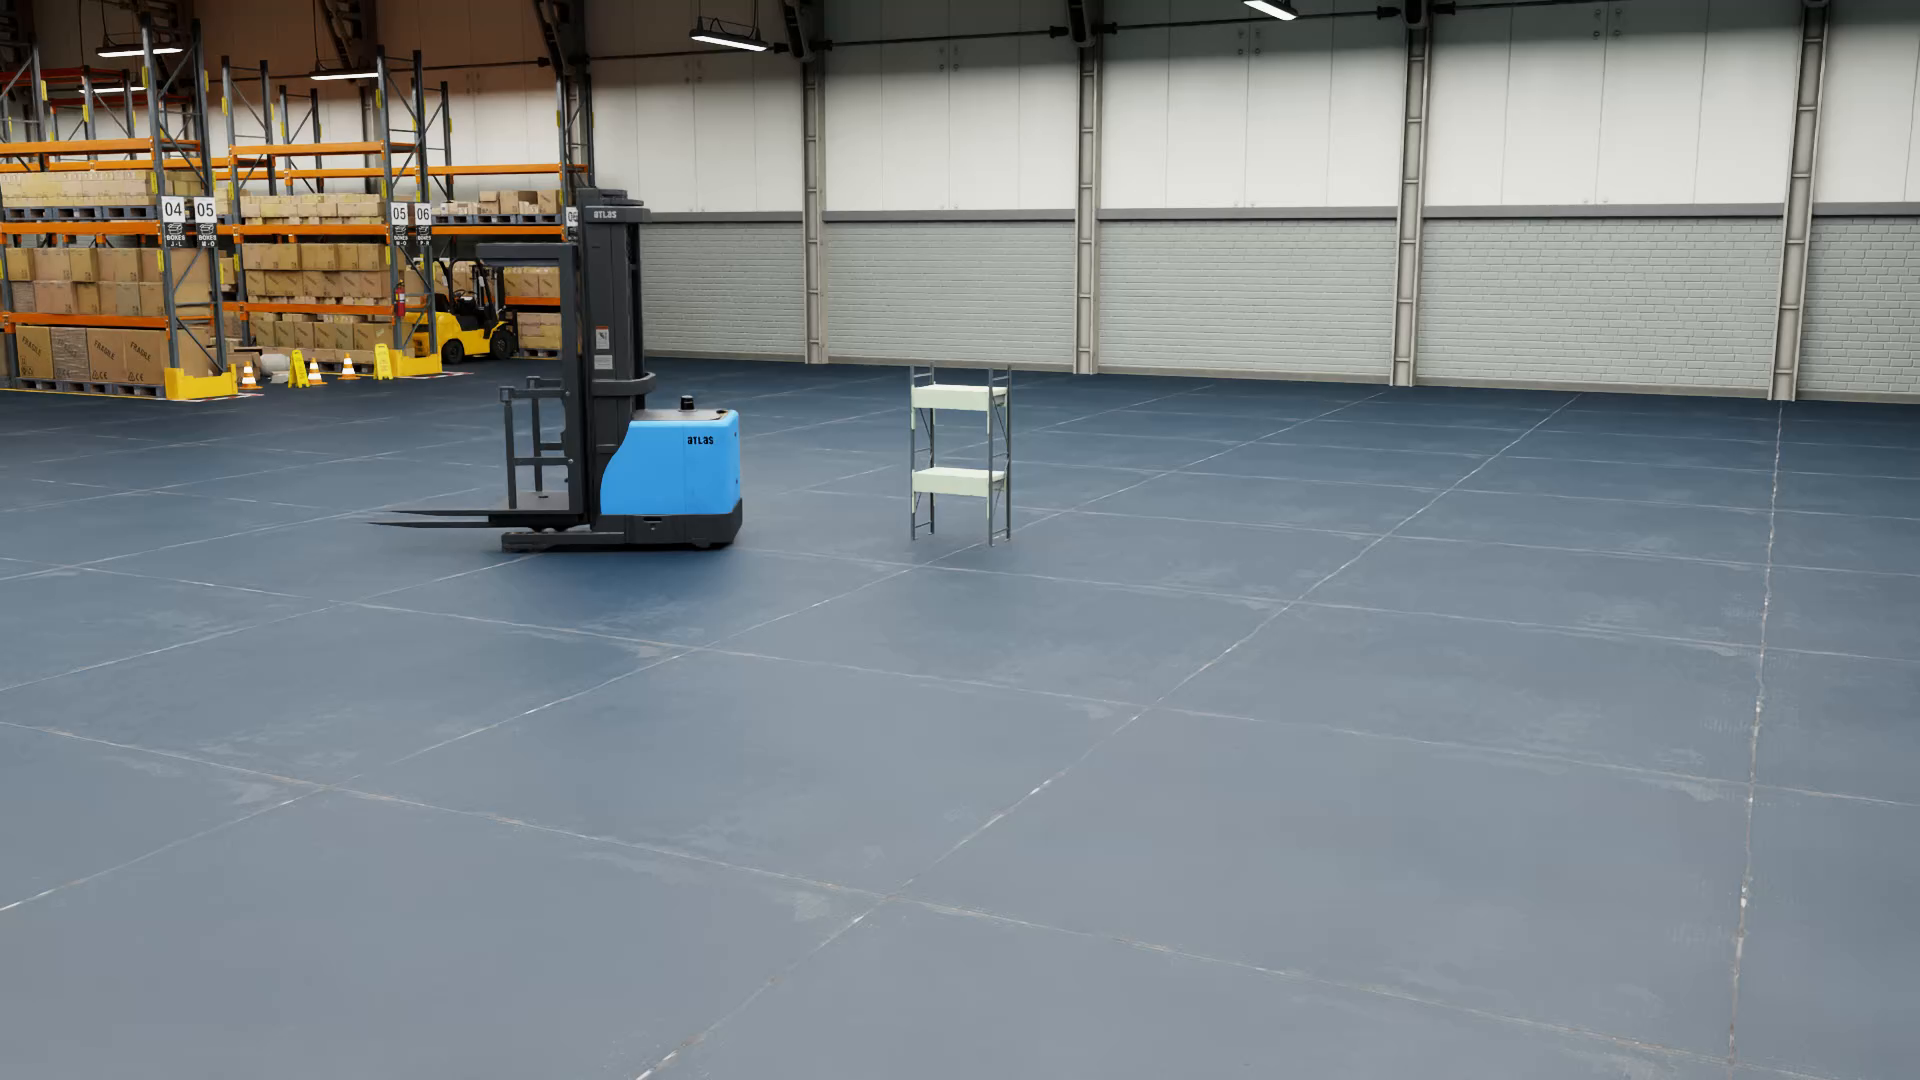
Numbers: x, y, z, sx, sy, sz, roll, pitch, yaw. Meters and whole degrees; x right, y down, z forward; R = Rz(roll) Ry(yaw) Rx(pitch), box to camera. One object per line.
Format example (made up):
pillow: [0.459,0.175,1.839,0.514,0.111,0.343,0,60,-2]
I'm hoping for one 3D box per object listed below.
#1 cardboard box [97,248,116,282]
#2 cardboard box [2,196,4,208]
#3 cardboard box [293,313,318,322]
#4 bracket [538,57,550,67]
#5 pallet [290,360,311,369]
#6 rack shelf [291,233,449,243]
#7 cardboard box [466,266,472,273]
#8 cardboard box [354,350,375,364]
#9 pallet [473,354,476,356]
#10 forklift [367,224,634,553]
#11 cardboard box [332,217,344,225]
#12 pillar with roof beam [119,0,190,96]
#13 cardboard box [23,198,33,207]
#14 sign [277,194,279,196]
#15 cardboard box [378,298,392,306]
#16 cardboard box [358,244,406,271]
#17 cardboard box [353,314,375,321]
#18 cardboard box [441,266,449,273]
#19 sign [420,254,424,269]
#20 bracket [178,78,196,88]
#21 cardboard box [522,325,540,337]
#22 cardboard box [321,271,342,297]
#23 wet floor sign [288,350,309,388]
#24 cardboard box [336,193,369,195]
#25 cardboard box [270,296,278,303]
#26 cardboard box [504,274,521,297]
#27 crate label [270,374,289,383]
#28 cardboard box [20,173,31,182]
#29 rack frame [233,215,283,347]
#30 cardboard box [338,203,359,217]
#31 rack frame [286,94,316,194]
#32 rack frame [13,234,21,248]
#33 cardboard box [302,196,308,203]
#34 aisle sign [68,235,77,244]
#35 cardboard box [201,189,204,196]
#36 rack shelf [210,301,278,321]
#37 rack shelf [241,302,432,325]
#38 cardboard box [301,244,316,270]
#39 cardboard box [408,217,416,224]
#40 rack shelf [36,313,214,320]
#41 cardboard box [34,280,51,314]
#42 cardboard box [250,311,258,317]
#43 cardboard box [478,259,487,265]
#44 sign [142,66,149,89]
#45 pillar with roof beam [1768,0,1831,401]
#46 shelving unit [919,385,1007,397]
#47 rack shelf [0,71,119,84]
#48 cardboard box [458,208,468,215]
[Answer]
cardboard box: [-13.708,-4.563,27.565,0.550,0.550,0.875,5,11,26]
cardboard box: [-16.708,-5.831,28.565,0.500,0.250,0.500,5,11,26]
cardboard box: [-12.704,-4.313,32.254,0.250,0.149,0.380,6,12,29]
bracket: [-8.878,-10.317,35.862,0.430,0.232,0.235,5,11,26]
pallet: [-13.286,-3.522,33.098,1.213,0.211,1.003,5,11,26]
rack shelf: [-13.504,-7.014,38.160,4.000,0.370,1.077,5,11,26]
cardboard box: [-10.639,-5.947,36.566,0.250,0.149,0.380,5,11,25]
cardboard box: [-11.182,-3.502,31.701,0.500,0.250,0.500,5,11,26]
pallet: [-11.016,-4.293,37.357,1.213,0.211,1.003,5,11,26]
forklift: [-3.844,-1.334,13.927,2.170,2.733,1.118,0,10,-2]
cardboard box: [-11.663,-6.045,31.494,0.250,0.149,0.380,5,11,25]
pillar with roof beam: [-21.100,-11.756,37.037,0.548,2.987,8.718,5,11,26]
cardboard box: [-15.371,-5.628,27.728,0.250,0.149,0.380,5,11,26]
sign: [-13.670,-6.759,33.279,0.005,0.325,0.100,5,11,26]
cardboard box: [-10.747,-4.498,31.365,0.250,0.149,0.380,5,12,28]
cardboard box: [-10.871,-5.319,31.274,0.500,0.500,0.700,5,11,24]
cardboard box: [-13.551,-4.933,38.554,0.625,0.625,0.875,5,11,23]
cardboard box: [-11.308,-6.016,36.943,0.250,0.149,0.380,5,12,27]
sign: [-11.942,-6.178,36.913,0.005,0.325,0.100,5,11,26]
bracket: [-18.896,-11.198,40.725,0.430,0.232,0.235,5,11,26]
cardboard box: [-9.143,-4.549,36.078,0.500,0.250,0.500,5,11,25]
cardboard box: [-11.819,-4.901,31.770,0.500,0.500,0.500,5,11,26]
wet floor sign: [-11.514,-2.983,28.901,0.232,0.644,0.267,3,11,16]
cardboard box: [-13.843,-7.655,37.938,0.500,0.500,0.500,5,12,27]
cardboard box: [-13.262,-4.714,32.560,0.250,0.149,0.380,5,11,26]
cardboard box: [-9.602,-5.548,36.181,0.500,0.500,0.500,5,11,25]
crate label: [-12.192,-2.893,29.833,0.298,0.136,0.250,-1,10,-4]
cardboard box: [-15.371,-6.021,27.657,0.250,0.149,0.380,5,11,25]
rack frame: [-13.904,-4.941,33.110,0.127,3.000,1.000,5,11,26]
cardboard box: [-11.339,-6.214,31.306,0.500,0.250,0.500,5,11,25]
rack frame: [-15.299,-9.001,38.697,0.053,2.616,0.949,5,11,26]
rack frame: [-21.078,-5.572,36.594,0.127,3.000,1.000,5,11,26]
cardboard box: [-12.335,-6.500,31.766,0.250,0.149,0.380,5,12,27]
aisle sign: [-22.663,-7.918,42.256,0.004,0.787,0.394,5,11,26]
cardboard box: [-15.405,-6.898,33.340,0.500,0.250,0.500,5,12,27]
rack shelf: [-15.697,-4.745,34.045,4.000,0.370,1.077,5,11,26]
rack shelf: [-12.110,-4.430,32.304,4.000,0.370,1.077,5,11,26]
cardboard box: [-12.211,-5.445,31.972,0.500,0.500,0.700,5,11,25]
cardboard box: [-10.470,-6.057,31.555,0.250,0.149,0.380,5,11,26]
rack shelf: [-14.210,-3.763,27.868,3.809,0.052,0.919,5,11,26]
cardboard box: [-15.164,-4.150,28.315,0.550,0.550,0.875,5,11,26]
cardboard box: [-16.769,-5.436,39.861,0.250,0.149,0.380,5,11,25]
cardboard box: [-10.366,-6.088,36.508,0.250,0.149,0.380,5,11,26]
sign: [-12.669,-7.193,25.860,0.005,0.325,0.100,5,11,26]
pillar with roof beam: [11.269,-5.991,22.066,0.400,9.000,9.100,5,11,26]
shelving unit: [0.006,-1.253,14.000,0.686,0.052,0.368,5,11,26]
rack shelf: [-19.284,-9.718,34.944,3.687,0.071,0.831,5,11,26]
cardboard box: [-10.753,-7.198,36.403,0.250,0.149,0.380,5,12,28]
